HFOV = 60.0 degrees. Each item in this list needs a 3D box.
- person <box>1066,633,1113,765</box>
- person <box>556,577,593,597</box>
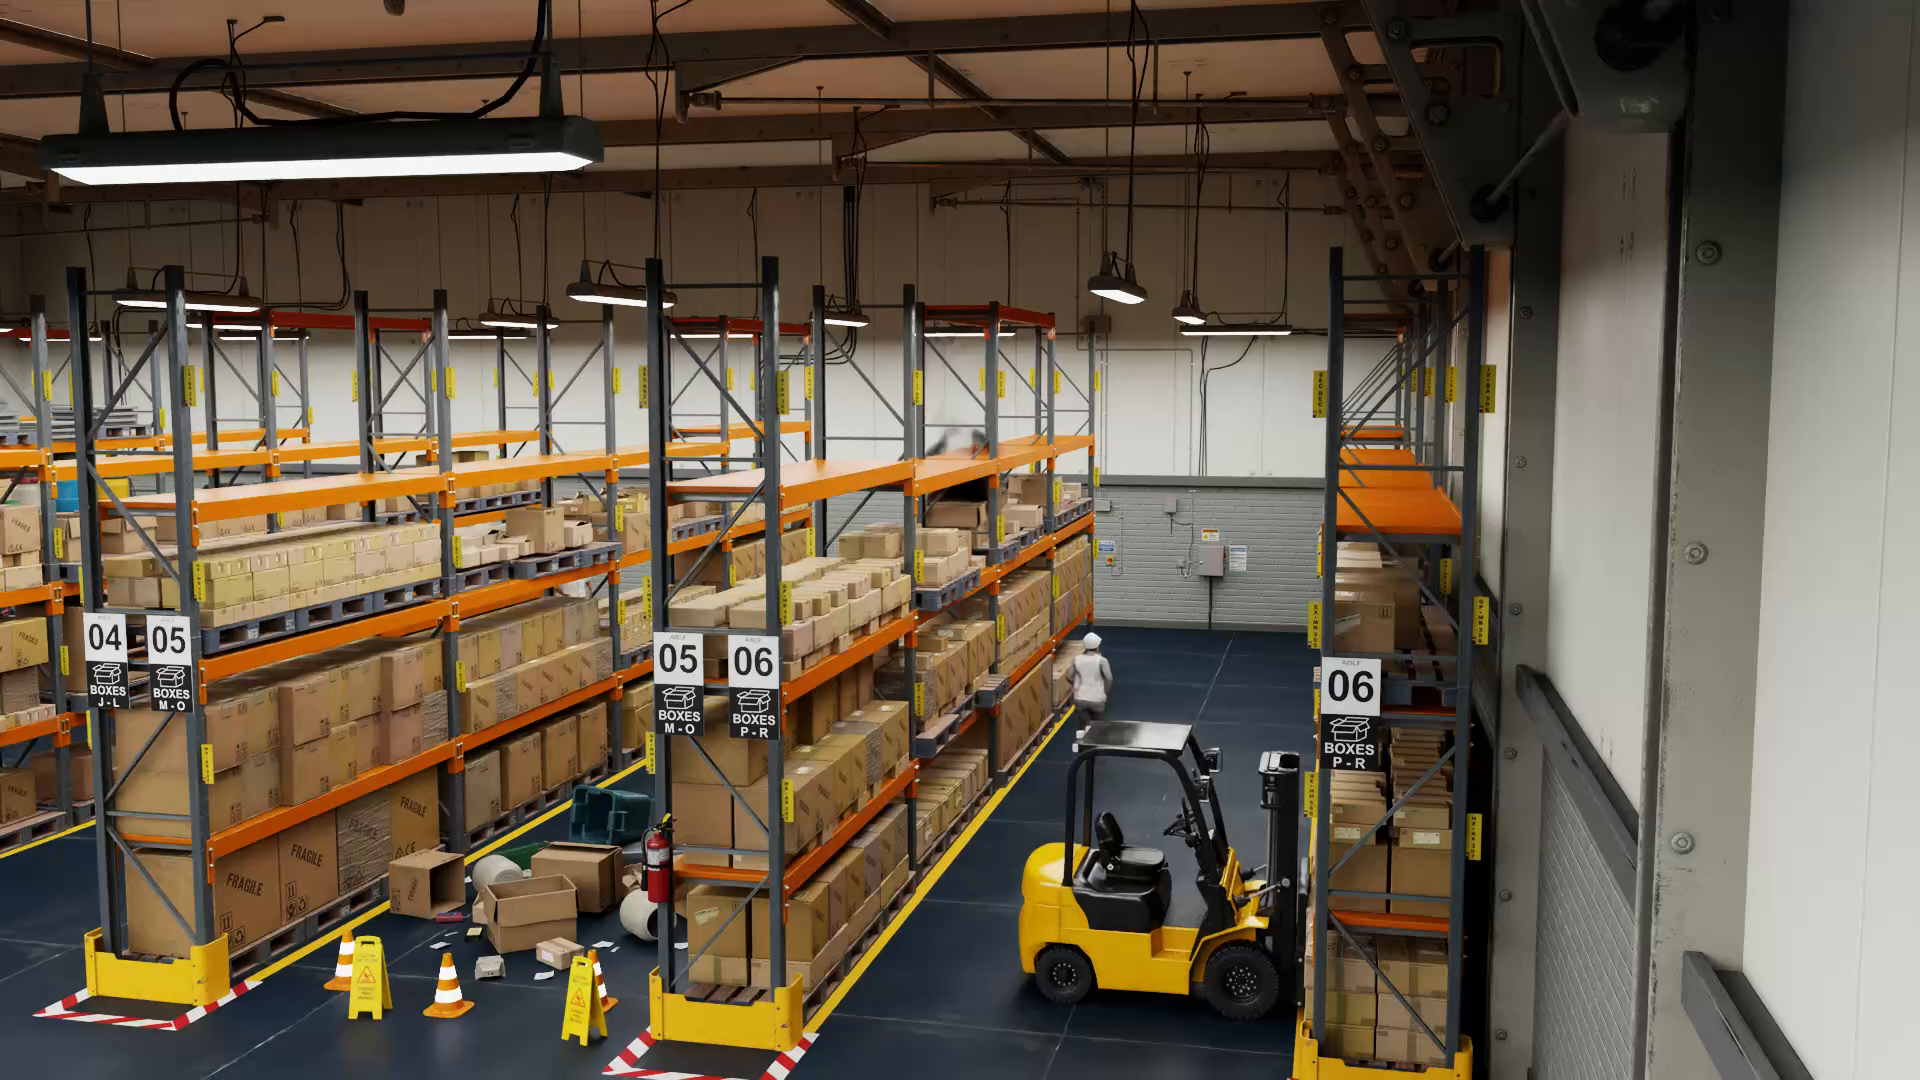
[{"bbox_3d":[1.711,2.065,21.713,0.644,1.740,0.593,1,6,13],"label":"person"},{"bbox_3d":[-7.321,1.126,31.605,0.715,1.708,0.638,-5,8,-41],"label":"person"}]
